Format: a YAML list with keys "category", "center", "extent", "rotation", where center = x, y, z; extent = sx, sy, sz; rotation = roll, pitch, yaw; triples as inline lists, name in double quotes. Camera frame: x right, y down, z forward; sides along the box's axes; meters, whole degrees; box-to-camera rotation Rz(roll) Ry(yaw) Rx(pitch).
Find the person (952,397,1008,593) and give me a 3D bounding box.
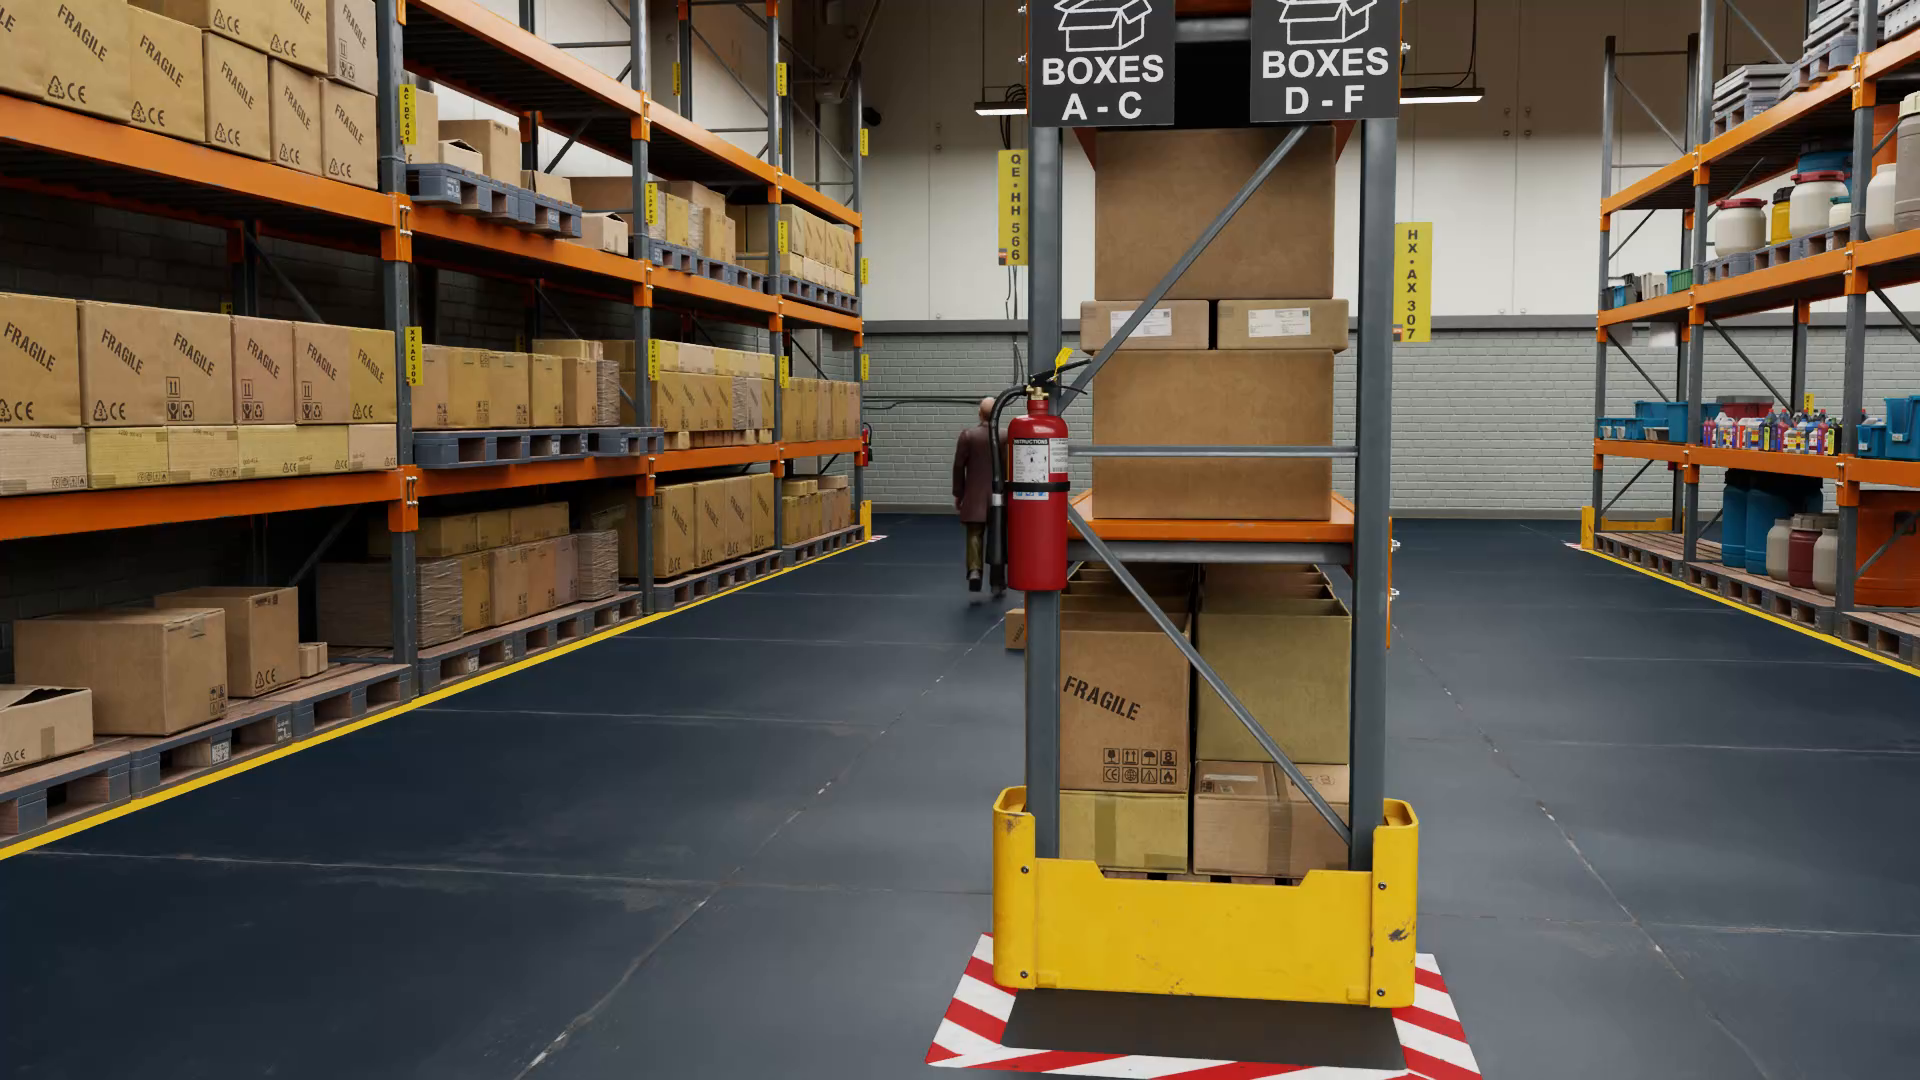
- category: "person"
  center: [0.236, -0.378, 14.539]
  extent: [0.616, 1.739, 1.032]
  rotation: [0, 4, 3]
